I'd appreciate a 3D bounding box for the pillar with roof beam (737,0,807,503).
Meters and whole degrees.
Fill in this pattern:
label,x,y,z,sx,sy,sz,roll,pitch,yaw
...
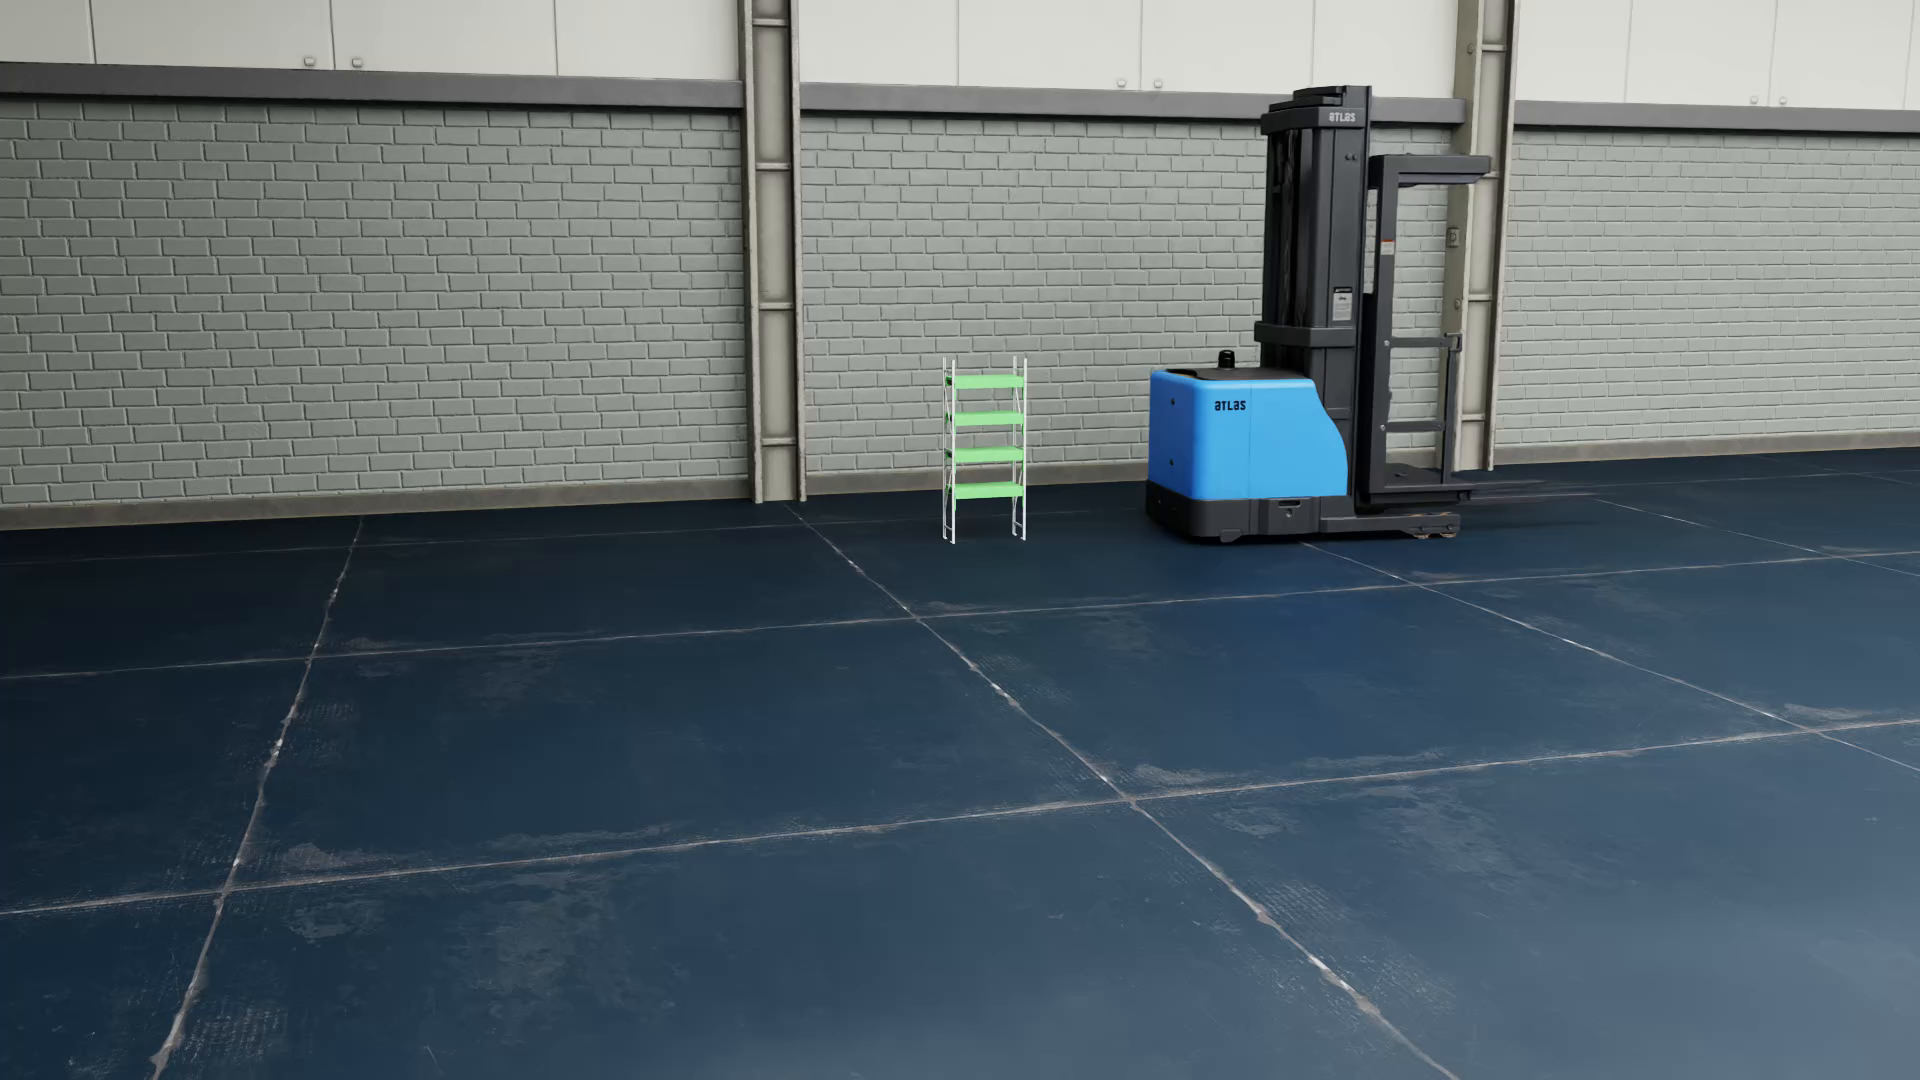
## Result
label,x,y,z,sx,sy,sz,roll,pitch,yaw
pillar with roof beam,-0.196,-3.992,7.875,0.400,9.000,9.100,-3,11,-16

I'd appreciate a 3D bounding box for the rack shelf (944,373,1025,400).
label,x,y,z,sx,sy,sz,roll,pitch,yaw
rack shelf,0.159,-1.008,10.908,0.480,0.148,0.258,-3,11,-16

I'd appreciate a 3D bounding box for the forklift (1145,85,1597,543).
label,x,y,z,sx,sy,sz,roll,pitch,yaw
forklift,2.872,-1.539,11.310,3.031,2.935,1.130,-2,11,-12

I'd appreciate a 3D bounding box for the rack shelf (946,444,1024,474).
label,x,y,z,sx,sy,sz,roll,pitch,yaw
rack shelf,0.159,-0.536,10.995,0.480,0.148,0.258,-3,11,-16

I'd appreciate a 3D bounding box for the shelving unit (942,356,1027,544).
label,x,y,z,sx,sy,sz,roll,pitch,yaw
shelving unit,0.159,-0.598,10.983,0.503,1.200,0.258,-3,11,-16

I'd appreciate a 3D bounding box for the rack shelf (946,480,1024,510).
label,x,y,z,sx,sy,sz,roll,pitch,yaw
rack shelf,0.159,-0.300,11.038,0.480,0.148,0.258,-3,11,-16

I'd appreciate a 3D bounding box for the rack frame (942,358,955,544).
label,x,y,z,sx,sy,sz,roll,pitch,yaw
rack frame,-0.075,-0.586,10.916,0.015,1.200,0.240,-3,11,-16

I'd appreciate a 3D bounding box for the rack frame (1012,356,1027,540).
label,x,y,z,sx,sy,sz,roll,pitch,yaw
rack frame,0.393,-0.611,11.050,0.015,1.200,0.240,-3,11,-16

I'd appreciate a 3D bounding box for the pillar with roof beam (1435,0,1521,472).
label,x,y,z,sx,sy,sz,roll,pitch,yaw
pillar with roof beam,5.565,-4.295,9.524,0.400,9.000,9.100,-3,11,-16

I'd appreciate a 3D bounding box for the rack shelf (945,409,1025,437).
label,x,y,z,sx,sy,sz,roll,pitch,yaw
rack shelf,0.159,-0.772,10.951,0.480,0.148,0.258,-3,11,-16
